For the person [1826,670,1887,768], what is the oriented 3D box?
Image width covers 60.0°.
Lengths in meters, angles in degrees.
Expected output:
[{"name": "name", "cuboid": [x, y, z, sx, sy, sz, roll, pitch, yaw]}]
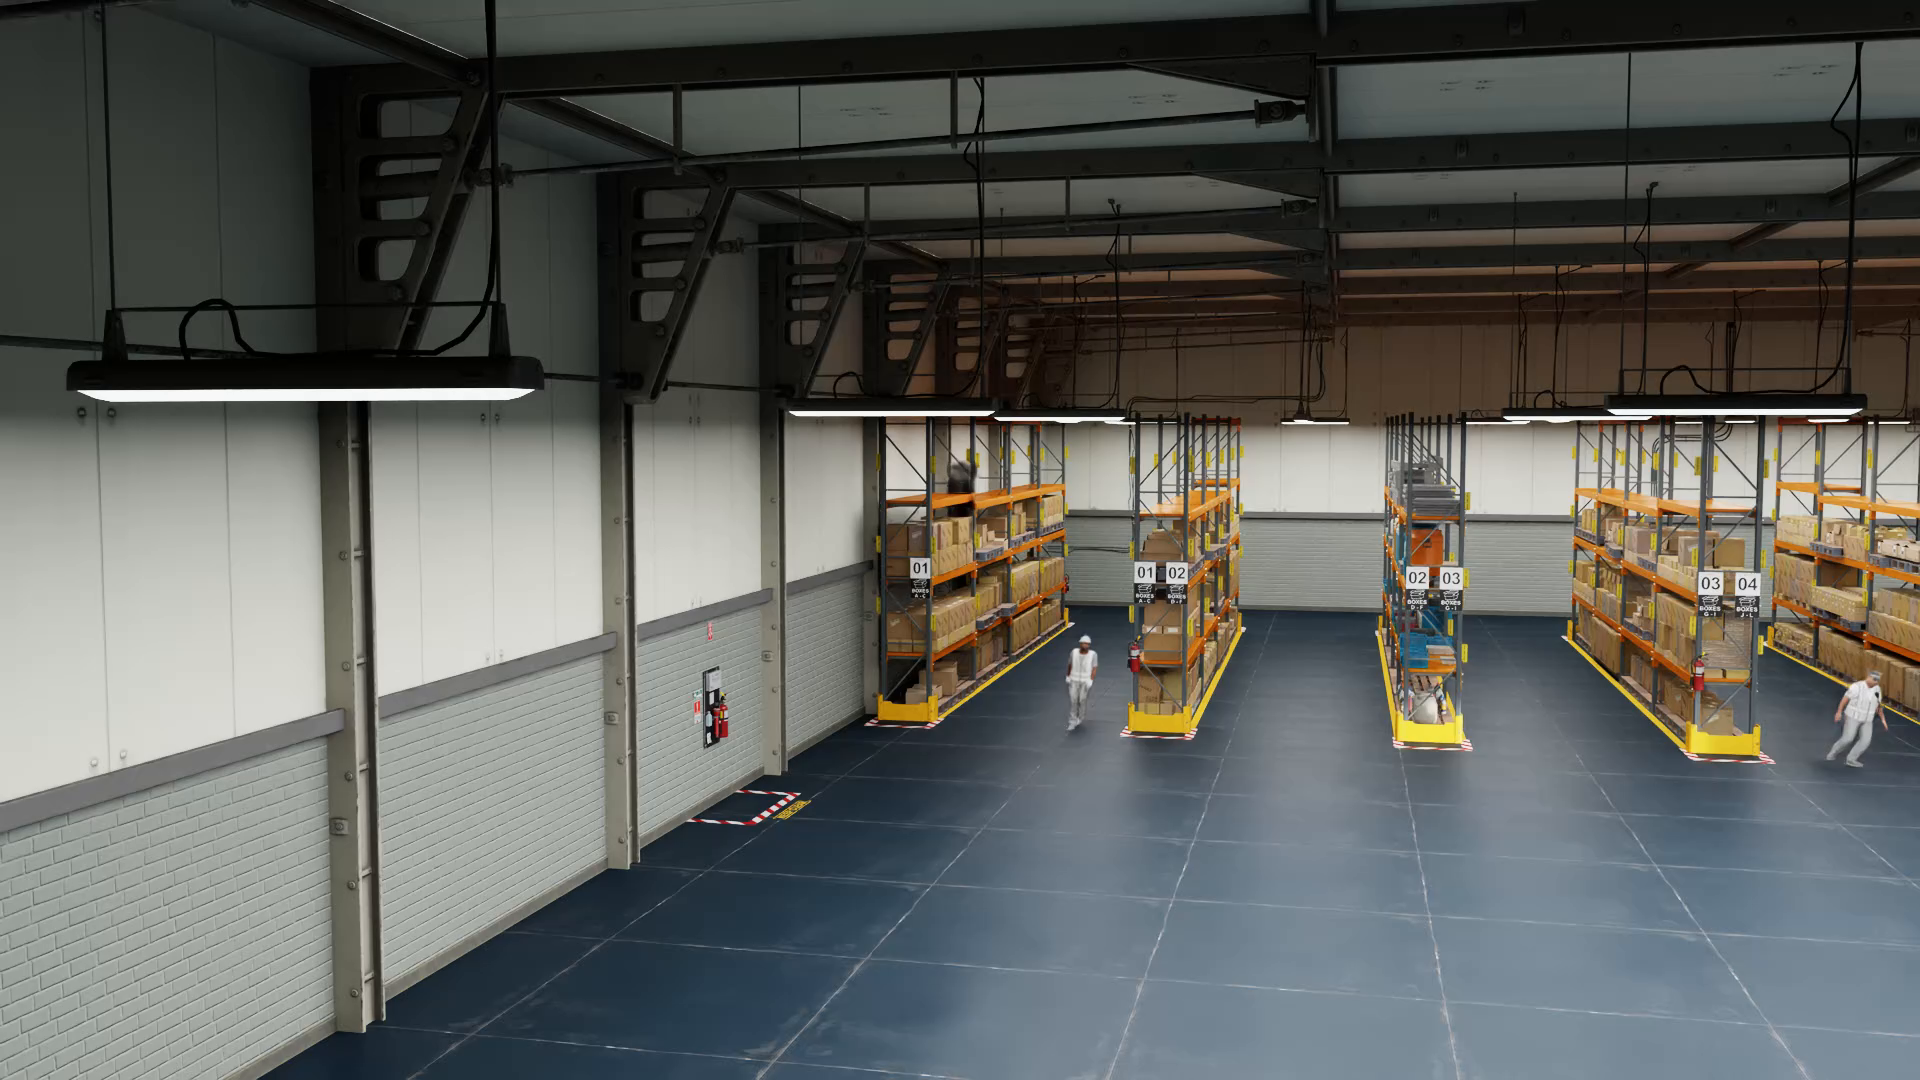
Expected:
[{"name": "person", "cuboid": [15.097, 2.987, 27.983, 0.813, 1.668, 0.665, 0, 4, -7]}]

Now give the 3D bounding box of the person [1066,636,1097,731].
[{"name": "person", "cuboid": [2.297, 2.708, 31.619, 0.614, 1.797, 0.651, 1, 4, 8]}]
